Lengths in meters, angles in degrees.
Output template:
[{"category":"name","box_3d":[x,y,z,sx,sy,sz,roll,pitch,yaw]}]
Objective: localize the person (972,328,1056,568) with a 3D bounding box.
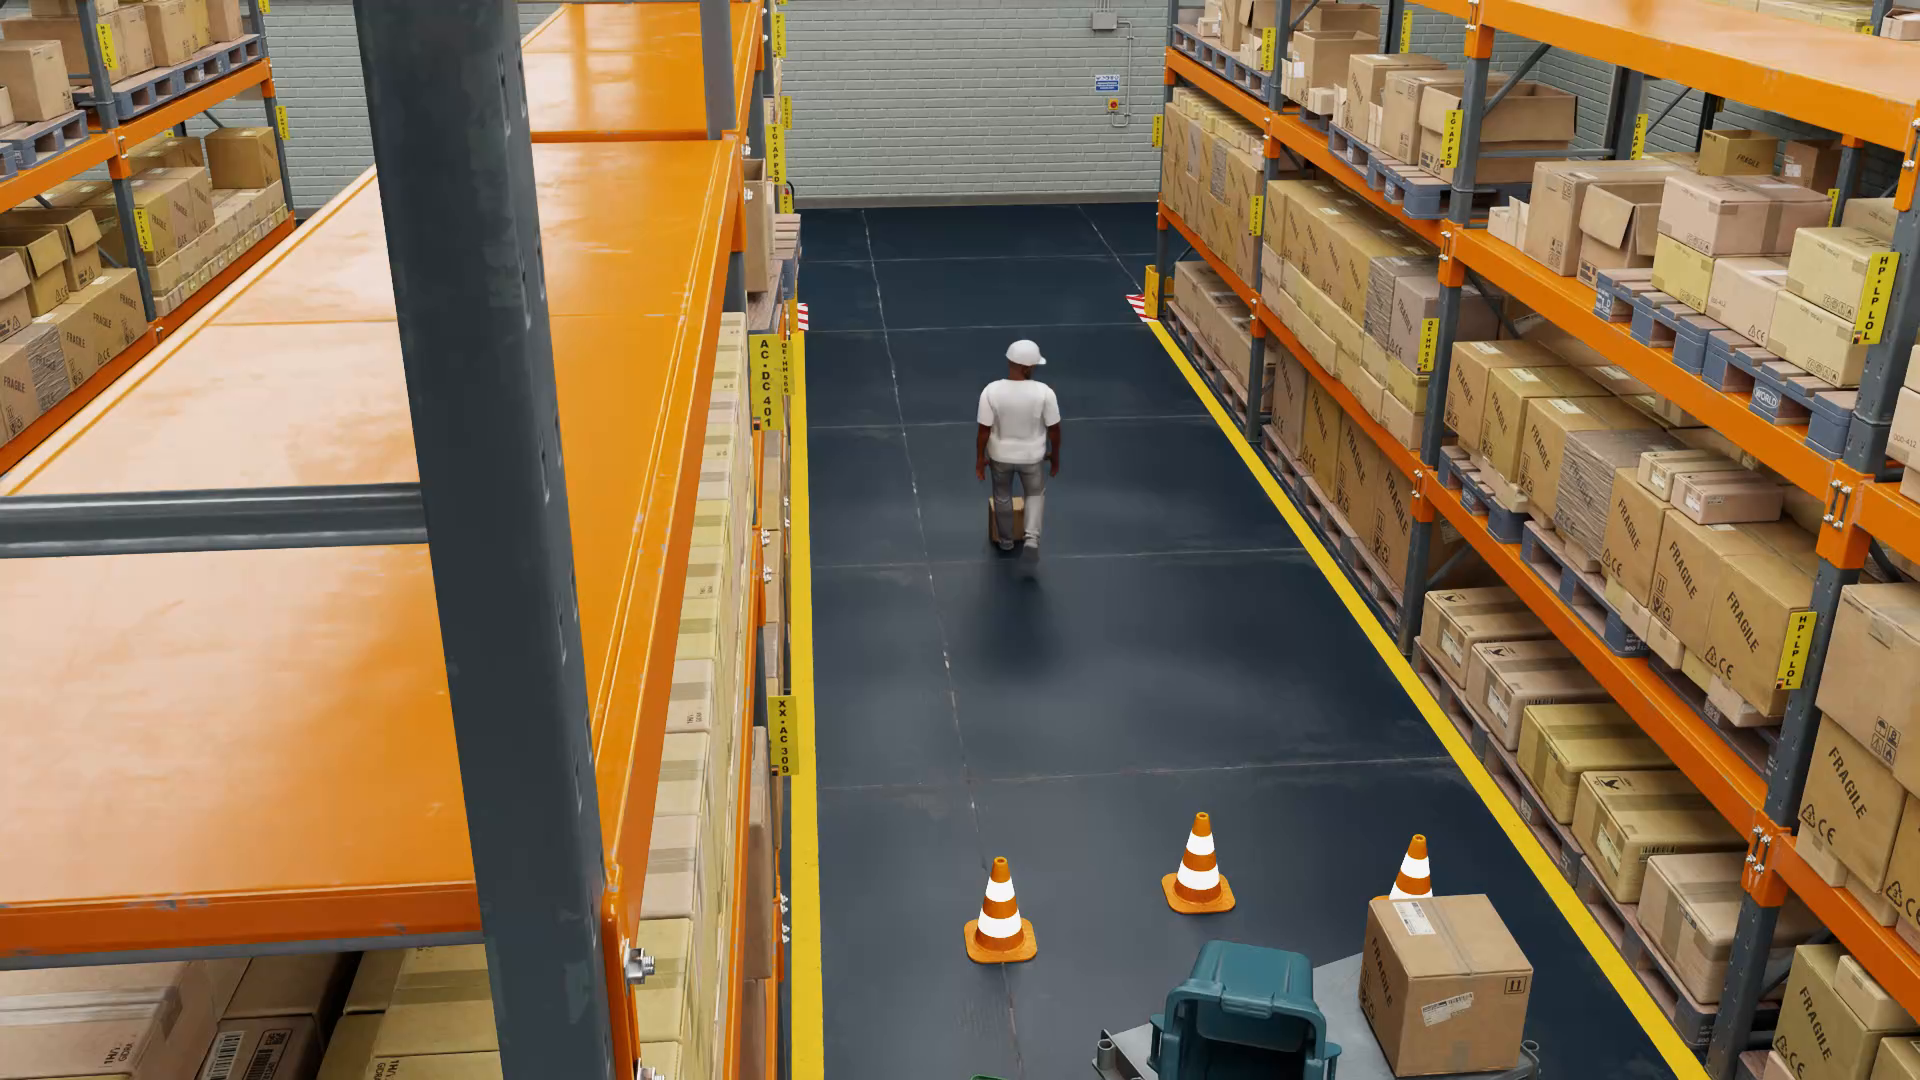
[{"category":"person","box_3d":[0.378,-0.645,11.828,0.588,1.727,0.437,-2,24,-4]}]
